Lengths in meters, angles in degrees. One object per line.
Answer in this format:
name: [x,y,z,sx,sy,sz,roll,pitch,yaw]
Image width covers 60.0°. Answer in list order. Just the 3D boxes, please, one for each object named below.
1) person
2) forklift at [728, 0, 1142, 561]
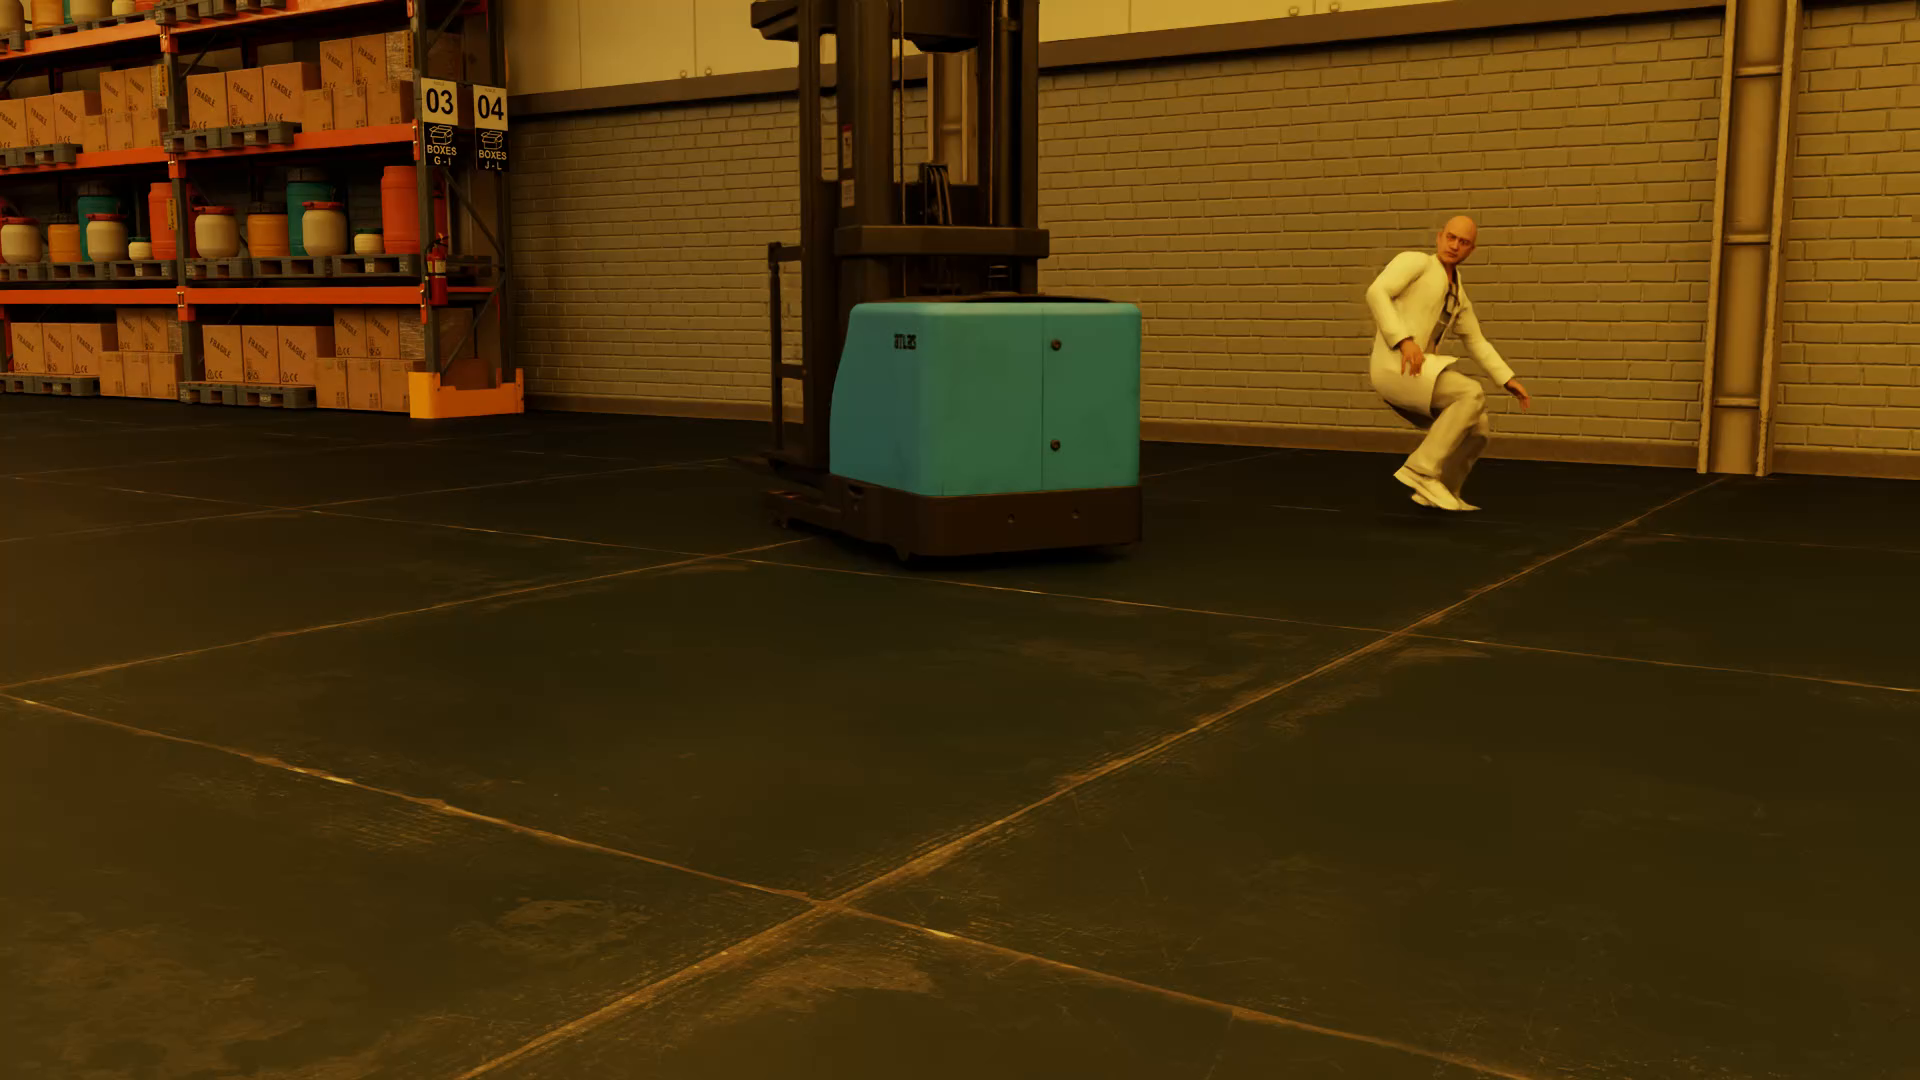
person: [2.435,-0.841,8.357,0.675,1.553,0.846,6,10,35]
forklift: [-0.332,-1.532,7.967,1.130,2.935,3.031,-4,9,-26]
